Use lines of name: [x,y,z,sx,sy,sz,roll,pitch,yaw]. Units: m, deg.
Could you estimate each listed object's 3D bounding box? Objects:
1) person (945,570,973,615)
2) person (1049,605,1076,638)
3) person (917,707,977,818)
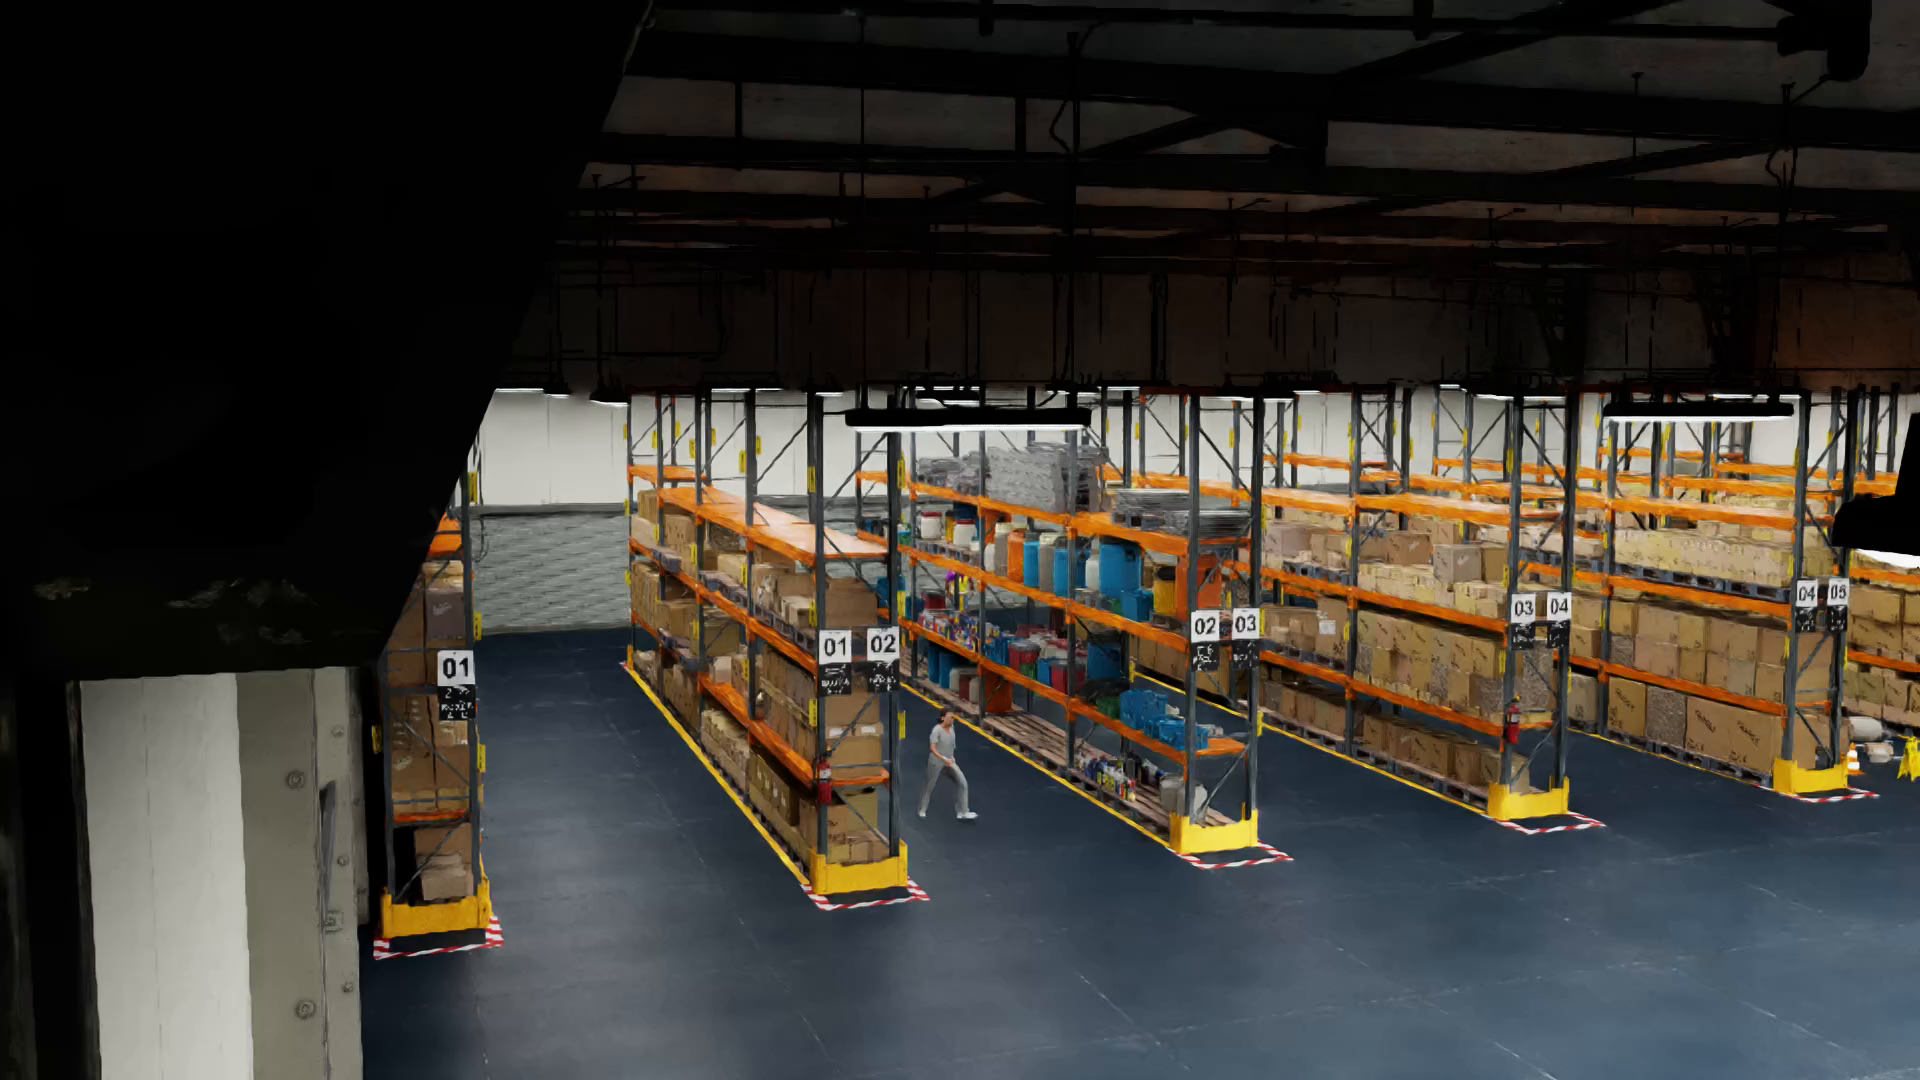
person: [-0.016,1.291,40.663,0.719,1.714,0.578,-2,6,-21]
person: [2.164,1.853,35.035,0.598,1.698,1.193,-2,6,-17]
person: [-0.235,3.115,23.346,0.613,1.607,0.802,-5,7,-38]
